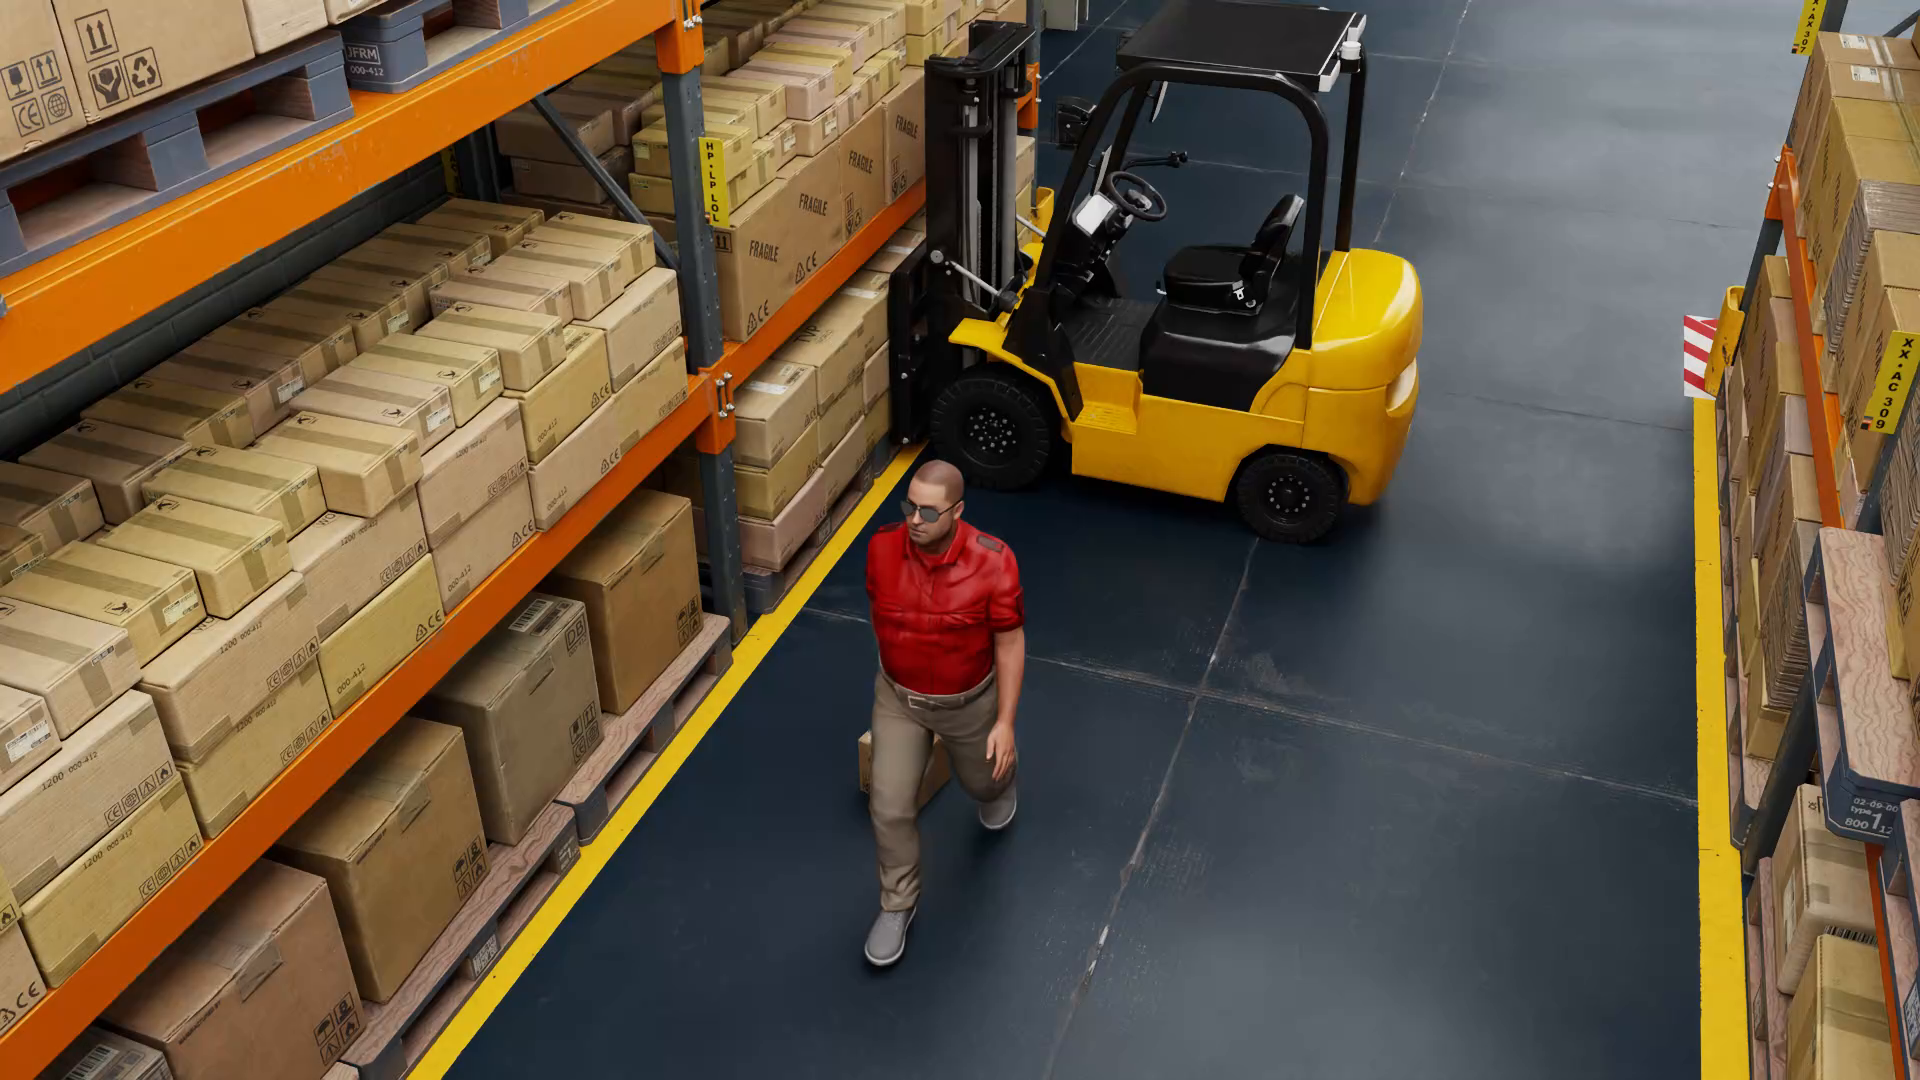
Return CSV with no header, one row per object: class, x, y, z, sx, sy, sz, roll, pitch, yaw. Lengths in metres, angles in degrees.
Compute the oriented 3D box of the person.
person,-0.048,0.480,5.400,0.552,1.678,0.965,8,34,12
